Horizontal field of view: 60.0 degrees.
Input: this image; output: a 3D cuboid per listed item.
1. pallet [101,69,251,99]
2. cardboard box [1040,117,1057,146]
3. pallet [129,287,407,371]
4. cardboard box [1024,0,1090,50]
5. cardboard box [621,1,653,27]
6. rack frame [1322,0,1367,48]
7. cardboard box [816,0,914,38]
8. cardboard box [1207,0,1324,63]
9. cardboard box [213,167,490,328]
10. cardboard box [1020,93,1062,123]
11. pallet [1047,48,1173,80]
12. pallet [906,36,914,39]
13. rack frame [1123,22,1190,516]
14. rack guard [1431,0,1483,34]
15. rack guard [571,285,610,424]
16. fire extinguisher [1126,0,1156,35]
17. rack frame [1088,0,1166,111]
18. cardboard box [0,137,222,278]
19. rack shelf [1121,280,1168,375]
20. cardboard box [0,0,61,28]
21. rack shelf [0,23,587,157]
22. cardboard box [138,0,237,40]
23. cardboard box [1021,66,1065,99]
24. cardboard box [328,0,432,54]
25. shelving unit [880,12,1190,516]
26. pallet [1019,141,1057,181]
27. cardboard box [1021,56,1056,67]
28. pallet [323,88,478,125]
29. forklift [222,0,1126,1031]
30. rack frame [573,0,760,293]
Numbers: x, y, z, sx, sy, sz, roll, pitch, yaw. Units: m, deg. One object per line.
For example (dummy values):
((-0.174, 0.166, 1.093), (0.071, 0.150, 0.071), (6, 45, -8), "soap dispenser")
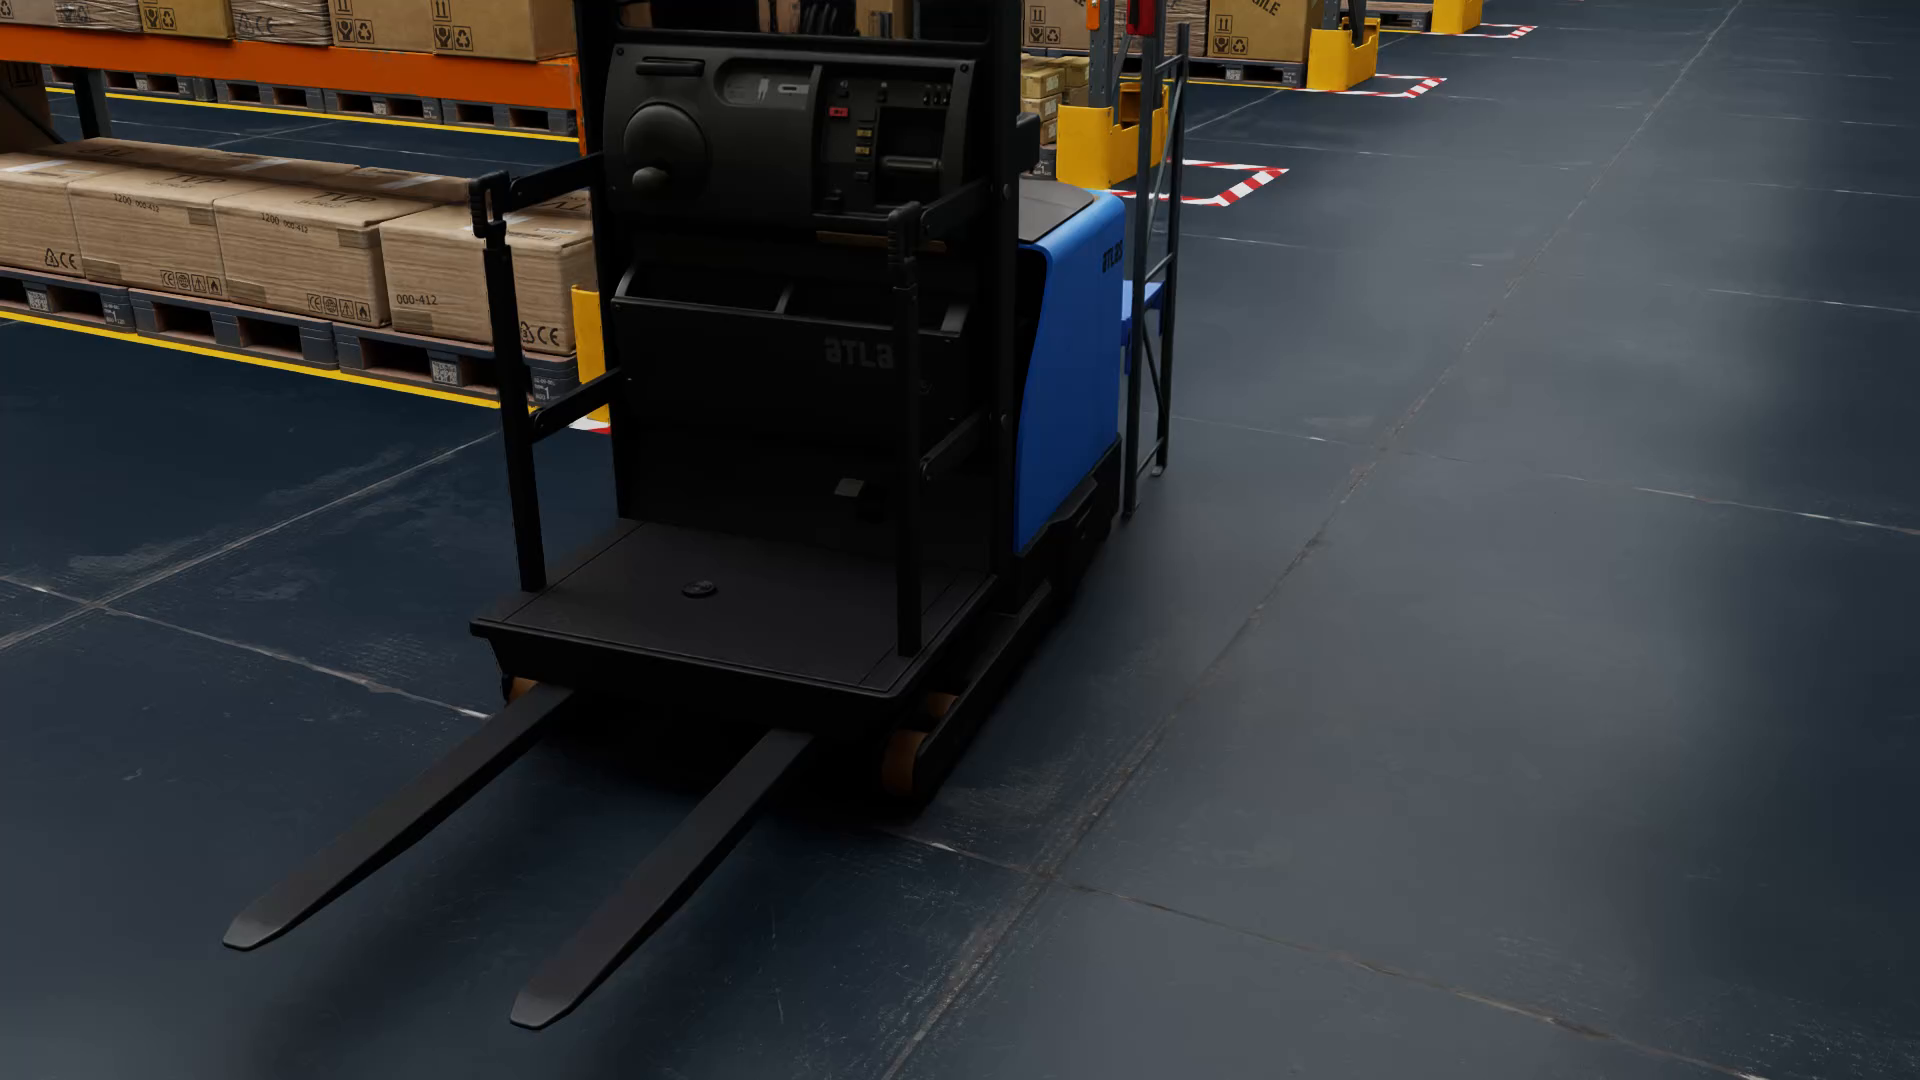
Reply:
((-6.739, -4.070, 14.551), (1.213, 0.211, 1.003), (11, 25, 25), "pallet")
((0.506, -2.677, 10.817), (0.250, 0.149, 0.380), (12, 26, 25), "cardboard box")
((-2.907, -1.075, 7.508), (1.213, 0.211, 1.003), (11, 25, 25), "pallet")
((1.184, -5.108, 15.606), (0.875, 0.875, 0.875), (11, 25, 25), "cardboard box")
((-1.372, -2.259, 6.602), (0.500, 0.500, 0.500), (11, 25, 24), "cardboard box")
((3.398, -5.490, 14.325), (0.127, 3.000, 1.000), (11, 25, 25), "rack frame")
((-0.752, -5.517, 16.569), (0.875, 0.875, 1.225), (11, 26, 25), "cardboard box")
((2.791, -4.790, 14.859), (0.875, 0.875, 0.875), (11, 25, 25), "cardboard box")
((-2.528, -1.283, 7.171), (0.875, 0.438, 0.875), (12, 26, 26), "cardboard box")
((0.470, -2.787, 10.696), (0.250, 0.149, 0.380), (10, 25, 23), "cardboard box")
((1.564, -4.536, 15.646), (1.213, 0.211, 1.003), (11, 25, 25), "pallet")
((-0.894, -5.023, 16.790), (1.213, 0.211, 1.003), (11, 25, 25), "pallet")
((0.632, -0.864, 5.366), (0.032, 1.500, 0.500), (8, 24, 18), "rack frame")
((5.660, -6.069, 18.883), (0.348, 0.500, 1.175), (11, 25, 25), "rack guard")
((-1.052, -0.874, 6.666), (0.348, 0.500, 1.175), (11, 25, 25), "rack guard")
((1.086, -3.362, 9.898), (0.183, 0.674, 0.296), (11, 25, 25), "fire extinguisher")
((1.070, -3.775, 10.294), (0.127, 3.000, 1.000), (11, 25, 25), "rack frame")
((-4.131, -1.601, 7.918), (0.875, 0.438, 0.875), (11, 25, 24), "cardboard box")
((0.154, -0.766, 5.595), (1.000, 0.185, 0.538), (8, 24, 18), "rack shelf")
((-3.895, -2.516, 7.206), (0.500, 0.500, 0.500), (11, 26, 25), "cardboard box")
((-2.858, -2.051, 7.158), (4.000, 0.370, 1.077), (11, 25, 25), "rack shelf")
((-2.995, -2.335, 6.780), (0.500, 0.500, 0.500), (12, 26, 26), "cardboard box")
((0.483, -2.935, 10.665), (0.250, 0.149, 0.380), (12, 26, 25), "cardboard box")
((-2.064, -2.161, 6.371), (0.500, 0.500, 0.500), (11, 25, 23), "cardboard box")
((0.154, -0.932, 5.524), (1.048, 1.500, 0.538), (8, 24, 18), "shelving unit")
((0.293, -2.661, 11.238), (1.213, 0.211, 1.003), (11, 25, 25), "pallet")
((0.455, -3.148, 11.166), (0.250, 0.149, 0.380), (12, 26, 25), "cardboard box")
((-4.288, -3.550, 13.328), (1.213, 0.211, 1.003), (11, 25, 25), "pallet")
((-0.484, -0.930, 3.692), (1.130, 2.935, 3.031), (8, 24, 19), "forklift")
((-1.073, -2.028, 6.187), (0.127, 3.000, 1.000), (11, 25, 25), "rack frame")
